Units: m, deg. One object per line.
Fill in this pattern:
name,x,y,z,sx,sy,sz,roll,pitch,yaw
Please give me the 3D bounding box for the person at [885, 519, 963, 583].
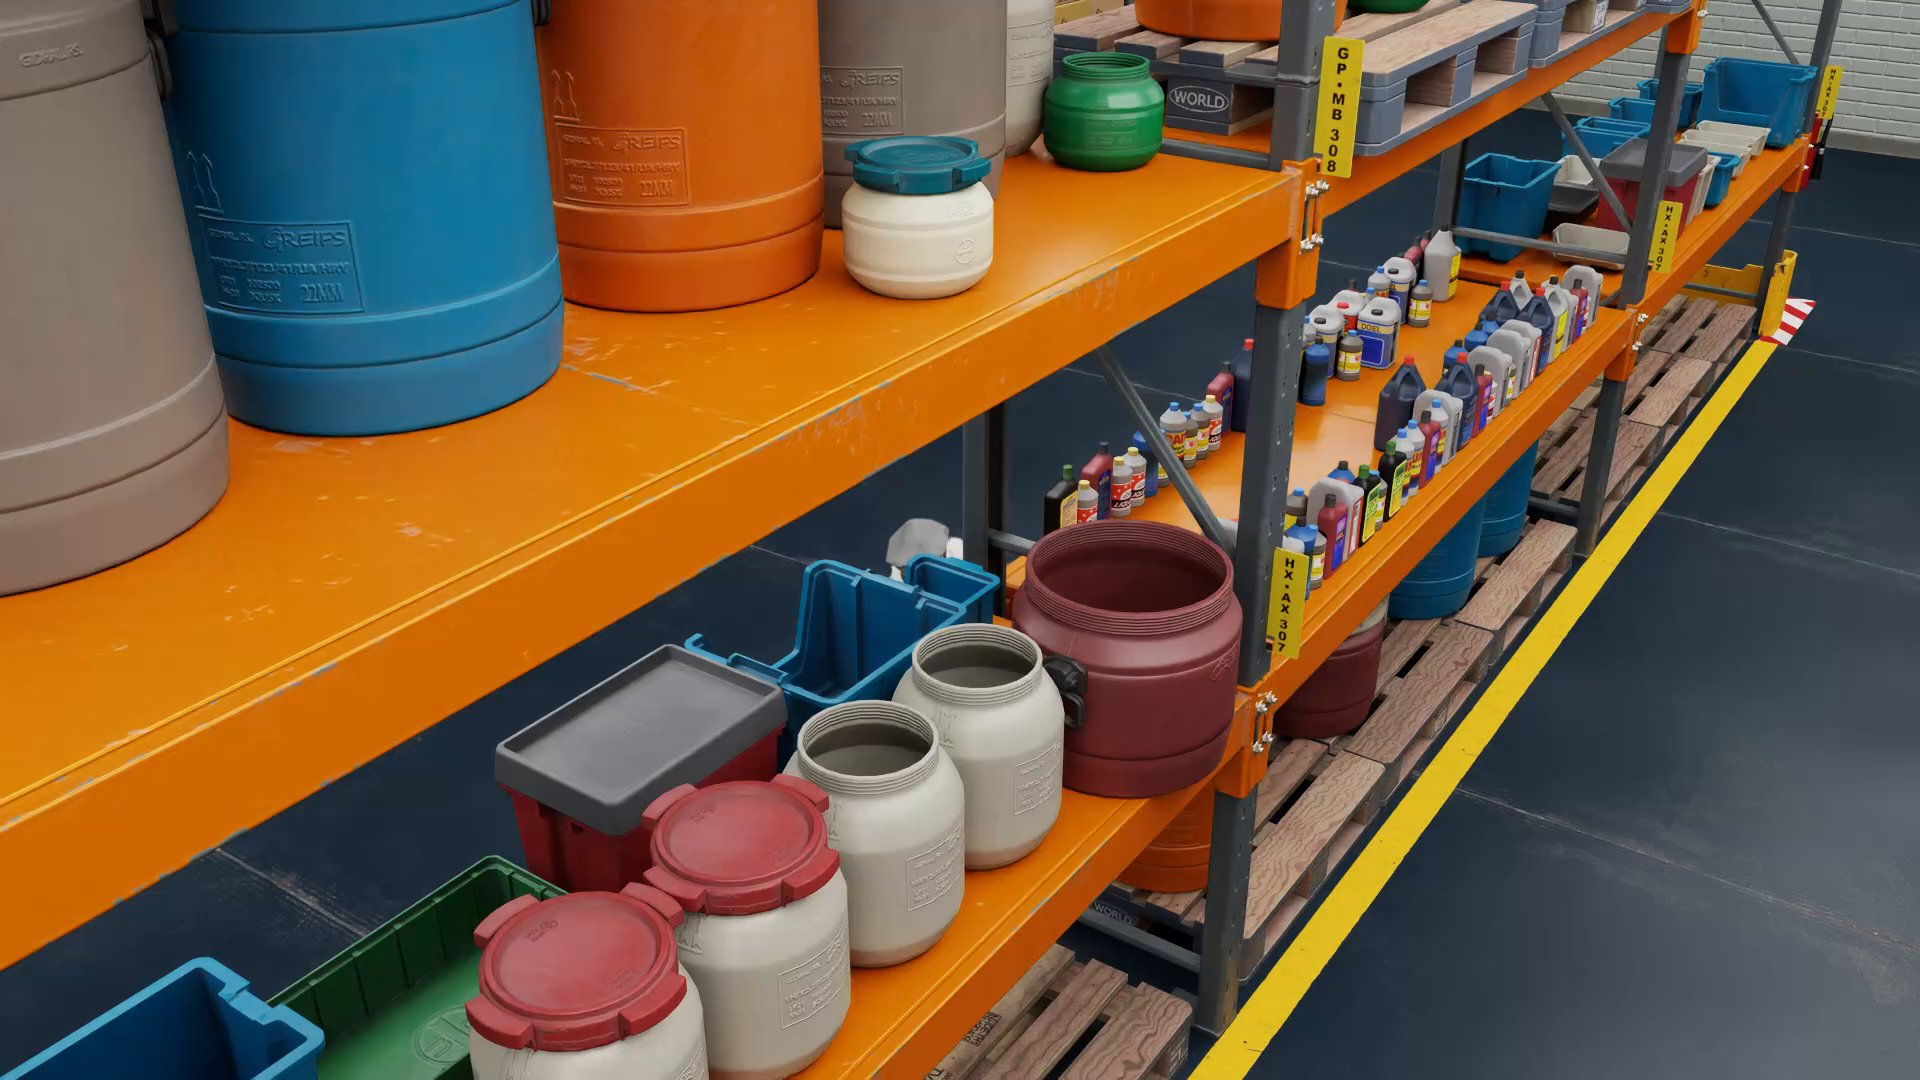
person,-0.051,0.289,6.799,0.473,1.001,0.794,16,31,28
